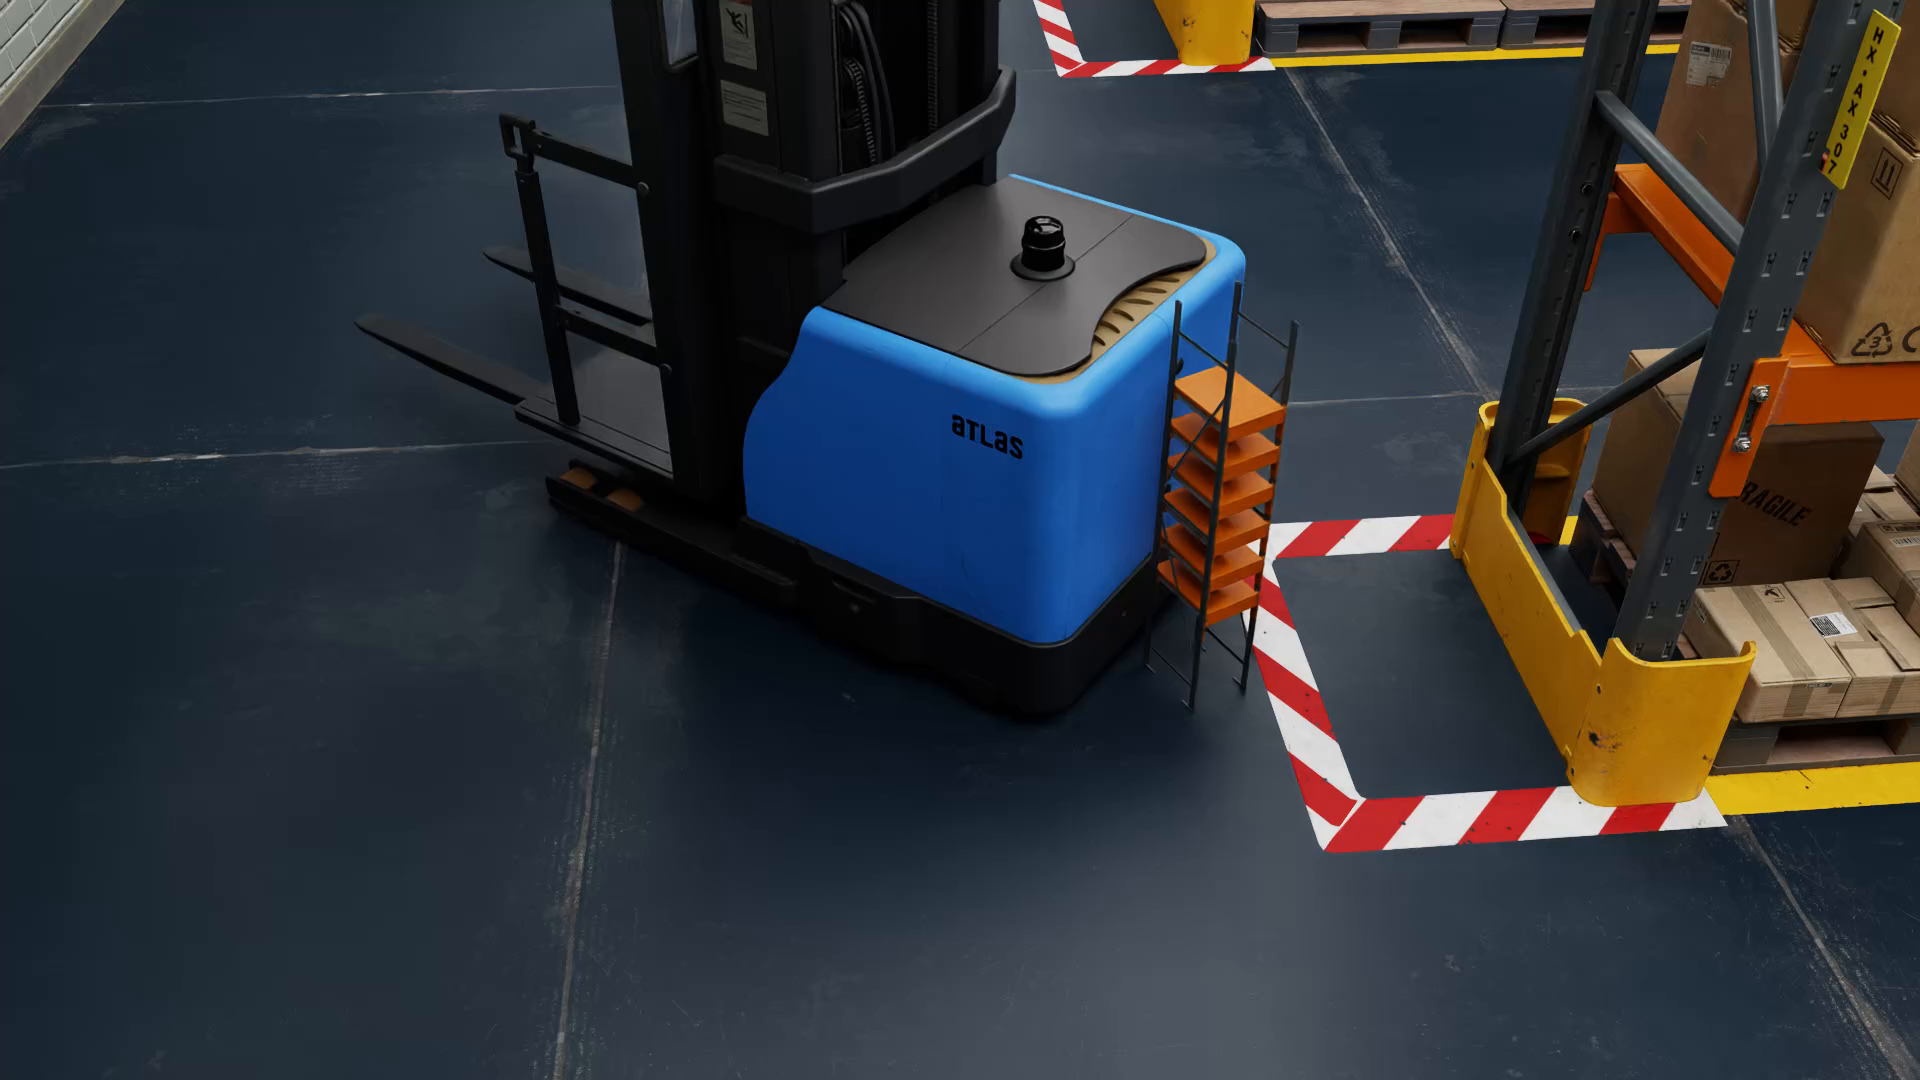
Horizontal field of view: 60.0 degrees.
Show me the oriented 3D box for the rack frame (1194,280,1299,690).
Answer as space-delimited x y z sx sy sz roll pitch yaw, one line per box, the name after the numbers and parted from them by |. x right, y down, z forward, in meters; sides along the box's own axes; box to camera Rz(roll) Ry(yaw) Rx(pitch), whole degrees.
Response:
0.747 -0.110 4.420 0.006 1.200 0.240 -20 42 -23 | rack frame

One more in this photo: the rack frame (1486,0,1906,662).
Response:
1.678 -0.839 3.892 0.127 3.000 1.000 -3 38 -4 | rack frame

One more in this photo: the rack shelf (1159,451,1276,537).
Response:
0.668 -0.140 4.337 0.180 0.103 0.258 -20 42 -23 | rack shelf

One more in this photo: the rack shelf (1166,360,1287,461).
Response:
0.668 -0.329 4.188 0.180 0.103 0.258 -20 42 -23 | rack shelf

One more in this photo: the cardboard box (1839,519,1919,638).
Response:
2.743 0.185 4.459 0.500 0.250 0.500 -3 38 -4 | cardboard box

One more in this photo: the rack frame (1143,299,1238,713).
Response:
0.590 -0.052 4.347 0.006 1.200 0.240 -20 42 -23 | rack frame

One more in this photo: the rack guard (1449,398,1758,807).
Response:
1.754 0.138 4.672 0.348 0.500 1.175 -3 38 -4 | rack guard

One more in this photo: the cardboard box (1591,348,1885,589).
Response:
2.198 -0.213 4.761 0.500 0.500 0.500 -3 38 -4 | cardboard box

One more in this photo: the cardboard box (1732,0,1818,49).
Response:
2.097 -1.465 3.798 0.500 0.500 0.500 -3 38 -4 | cardboard box

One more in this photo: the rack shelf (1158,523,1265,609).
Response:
0.669 0.048 4.486 0.180 0.103 0.258 -20 42 -23 | rack shelf

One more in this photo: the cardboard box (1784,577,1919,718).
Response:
2.375 0.275 4.411 0.250 0.166 0.380 -3 38 -4 | cardboard box

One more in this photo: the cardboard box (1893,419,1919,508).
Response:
3.147 -0.148 4.881 0.500 0.250 0.500 -3 38 -4 | cardboard box

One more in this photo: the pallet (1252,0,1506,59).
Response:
2.068 -2.822 8.657 1.213 0.211 1.003 -3 38 -4 | pallet

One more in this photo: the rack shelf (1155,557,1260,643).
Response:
0.669 0.142 4.560 0.180 0.103 0.258 -20 42 -23 | rack shelf

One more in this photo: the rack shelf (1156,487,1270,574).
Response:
0.669 -0.046 4.411 0.180 0.103 0.258 -20 42 -23 | rack shelf

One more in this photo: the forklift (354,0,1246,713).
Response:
-0.705 -1.393 4.650 3.031 2.935 1.130 23 44 26 | forklift

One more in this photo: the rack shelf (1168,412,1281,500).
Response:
0.668 -0.234 4.262 0.180 0.103 0.258 -20 42 -23 | rack shelf

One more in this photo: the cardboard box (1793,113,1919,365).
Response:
2.144 -0.740 3.686 0.500 0.500 0.500 -2 38 -3 | cardboard box

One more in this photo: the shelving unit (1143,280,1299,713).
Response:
0.668 -0.081 4.384 0.189 1.200 0.258 -20 42 -23 | shelving unit

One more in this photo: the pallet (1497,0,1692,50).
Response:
3.281 -2.887 8.739 1.213 0.211 1.003 -3 38 -4 | pallet

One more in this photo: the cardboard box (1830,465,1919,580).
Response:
2.609 -0.048 4.822 0.250 0.166 0.380 -3 38 -4 | cardboard box

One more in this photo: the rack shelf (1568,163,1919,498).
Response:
3.670 -0.667 4.254 4.000 0.370 1.077 -3 38 -4 | rack shelf

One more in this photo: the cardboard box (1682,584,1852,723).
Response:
2.126 0.296 4.400 0.250 0.149 0.380 -3 38 -4 | cardboard box

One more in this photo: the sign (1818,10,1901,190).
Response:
1.727 -0.845 3.200 0.005 0.325 0.100 -3 38 -4 | sign

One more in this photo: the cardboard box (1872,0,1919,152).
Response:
2.144 -1.133 3.376 0.500 0.500 0.500 -2 38 -3 | cardboard box

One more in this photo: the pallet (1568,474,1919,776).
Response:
2.548 0.207 4.818 1.213 0.211 1.003 -3 38 -4 | pallet

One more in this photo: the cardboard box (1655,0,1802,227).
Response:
2.100 -1.071 4.105 0.500 0.500 0.500 -2 38 -3 | cardboard box

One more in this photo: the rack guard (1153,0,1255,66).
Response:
1.221 -2.905 8.528 0.348 0.500 1.175 -3 38 -4 | rack guard
